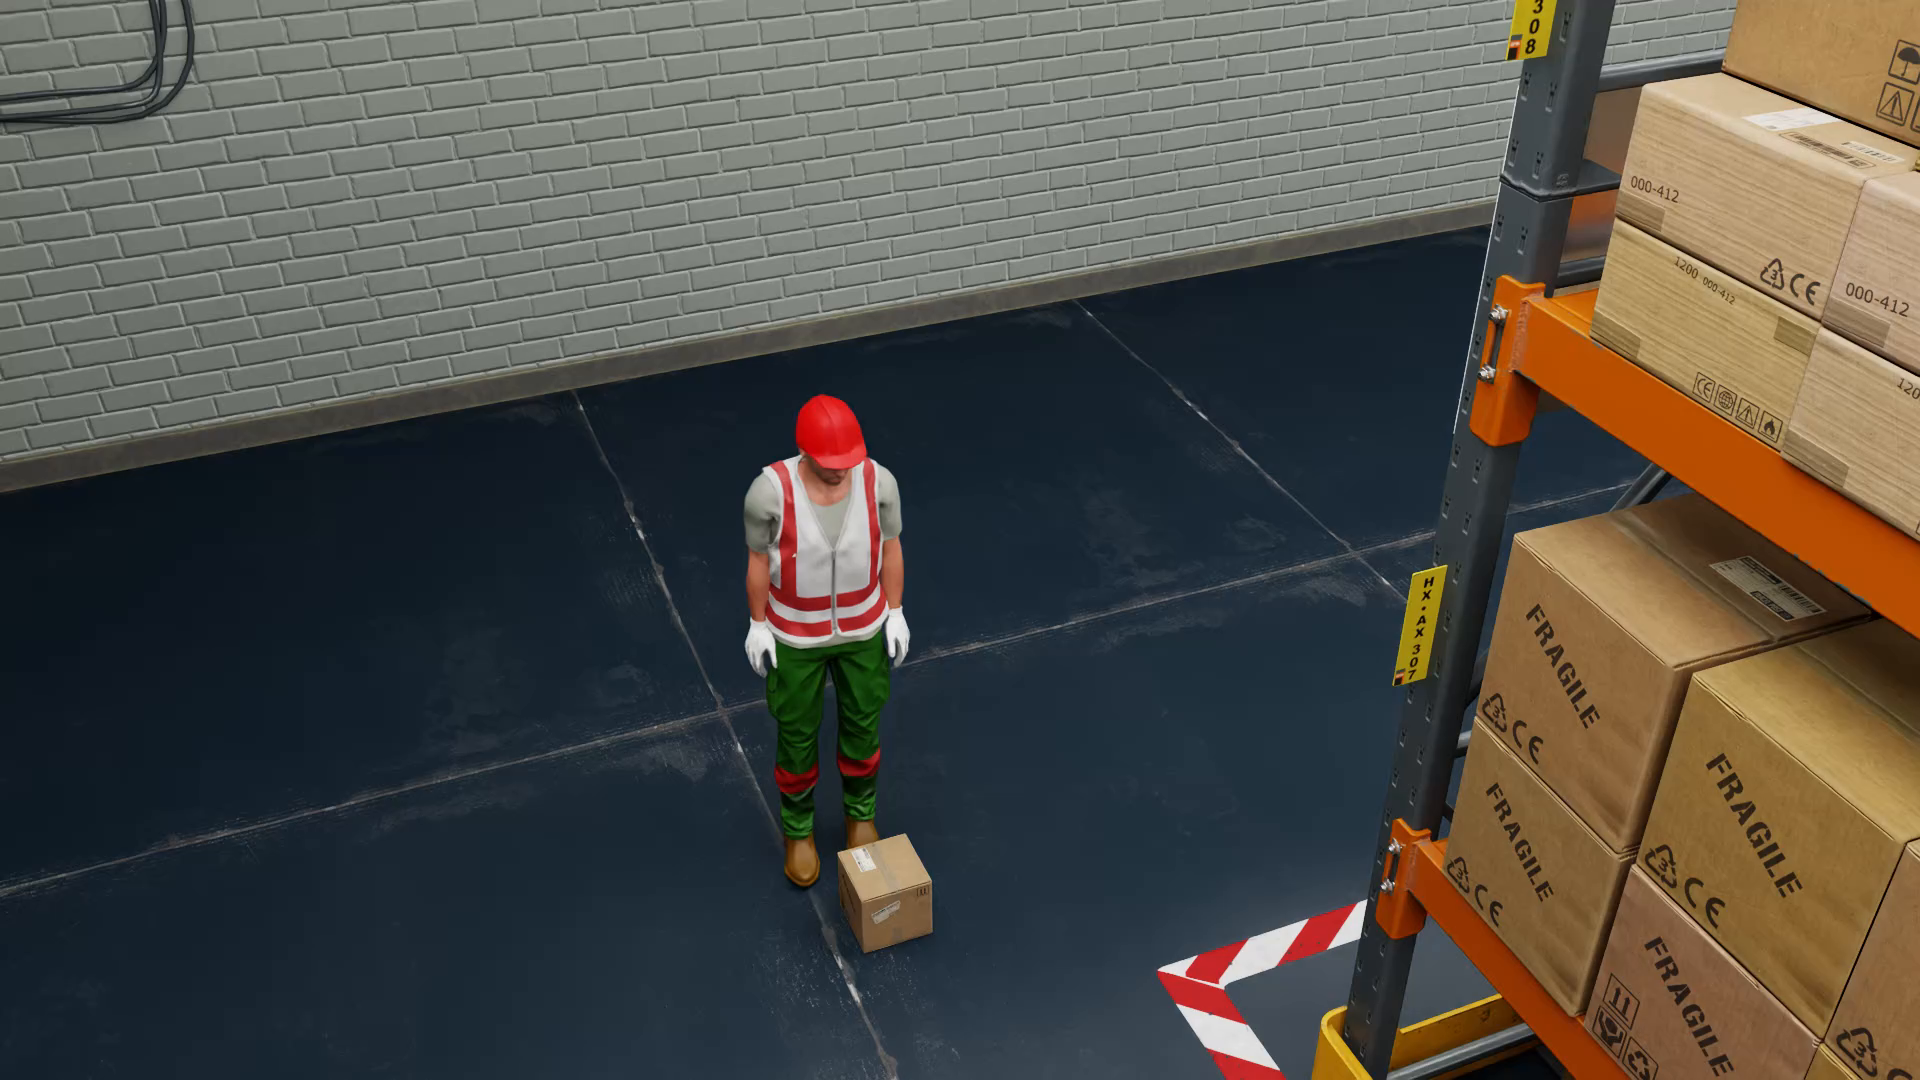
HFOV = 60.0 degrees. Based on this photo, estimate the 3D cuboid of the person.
[{"bbox_3d":[-0.432,0.281,5.606,0.539,1.732,0.358,-10,34,-14],"label":"person"}]
